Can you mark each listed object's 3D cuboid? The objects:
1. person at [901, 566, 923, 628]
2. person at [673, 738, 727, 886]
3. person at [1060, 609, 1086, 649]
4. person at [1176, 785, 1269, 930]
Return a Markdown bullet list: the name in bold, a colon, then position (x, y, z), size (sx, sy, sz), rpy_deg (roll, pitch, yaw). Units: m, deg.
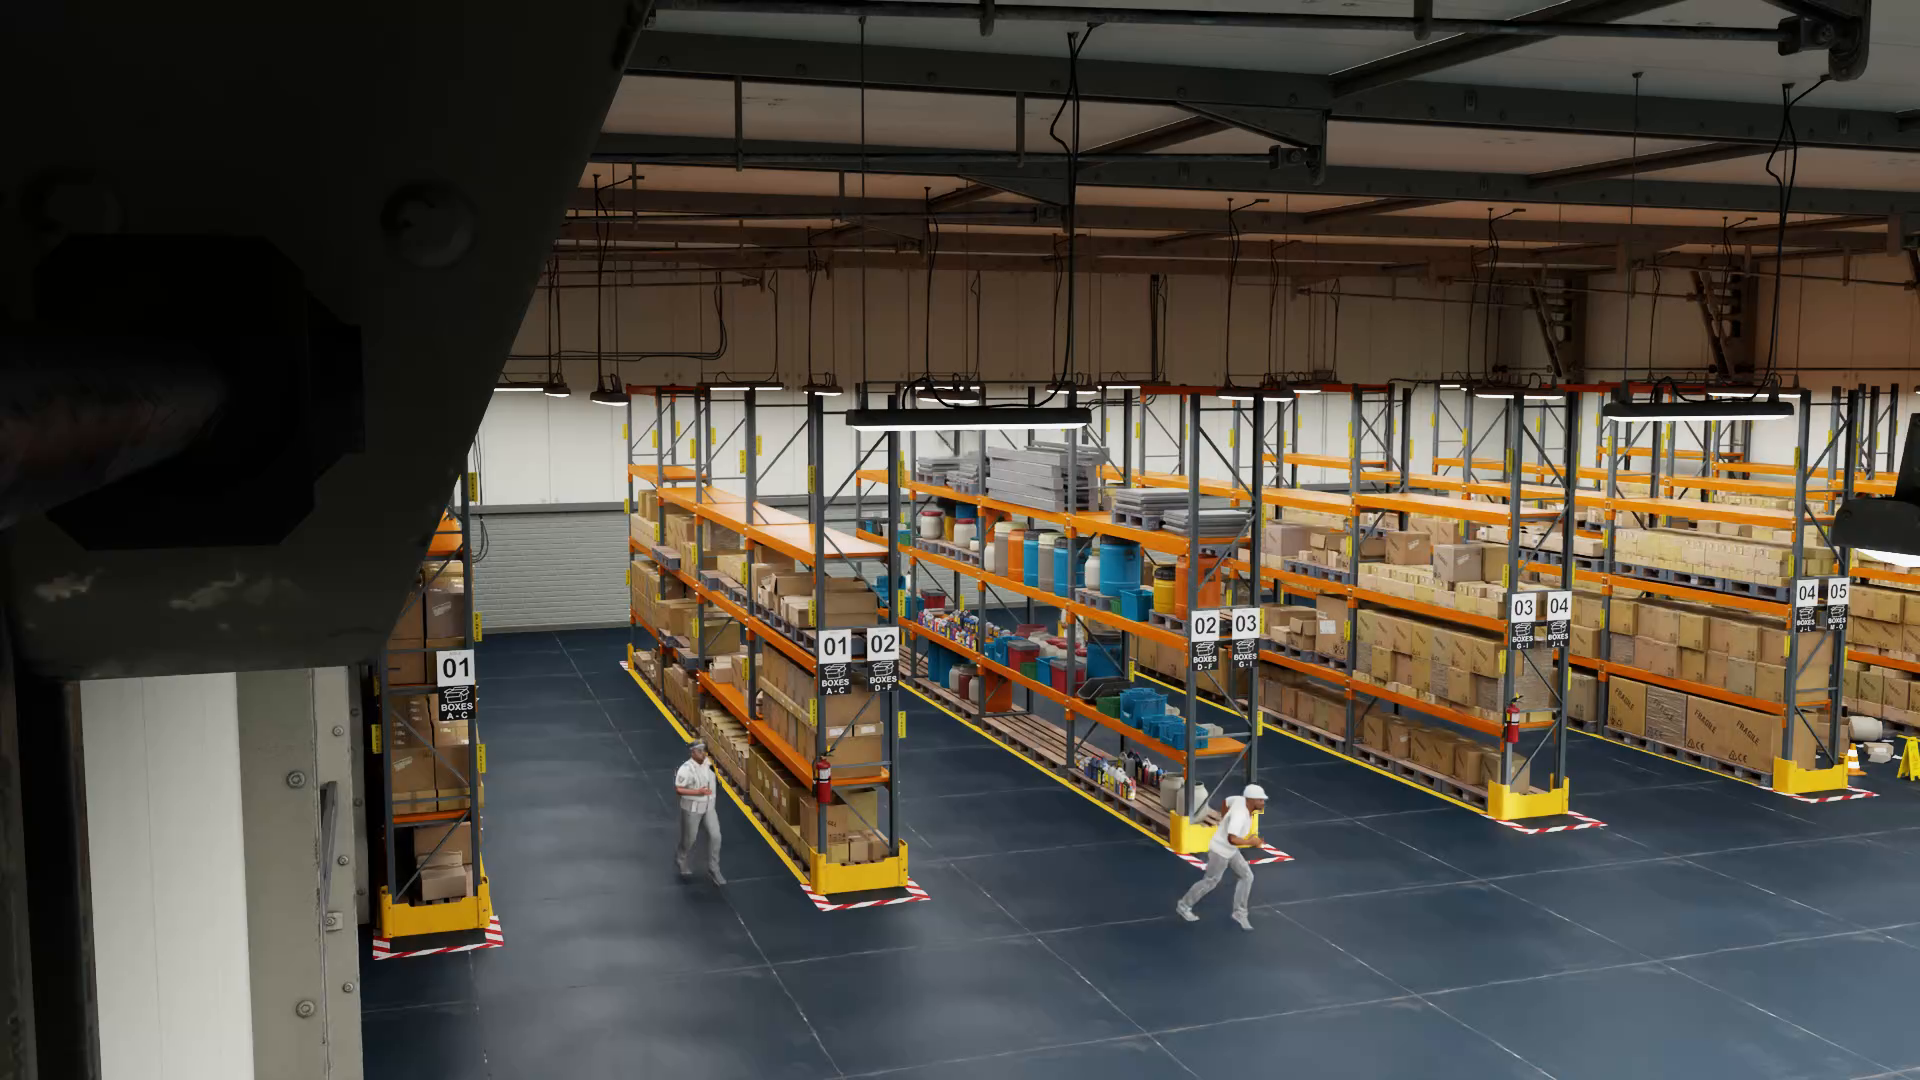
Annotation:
- **person**: position (-1.189, 1.451, 39.367), size (0.781, 1.728, 0.622), rpy_deg (0, 6, 0)
- **person**: position (-3.258, 3.333, 20.508), size (0.644, 1.839, 0.826), rpy_deg (-6, 8, -43)
- **person**: position (2.255, 1.977, 33.350), size (0.672, 1.812, 0.930), rpy_deg (-3, 7, -29)
- **person**: position (2.980, 3.588, 18.842), size (1.011, 1.715, 0.745), rpy_deg (2, 6, 16)
